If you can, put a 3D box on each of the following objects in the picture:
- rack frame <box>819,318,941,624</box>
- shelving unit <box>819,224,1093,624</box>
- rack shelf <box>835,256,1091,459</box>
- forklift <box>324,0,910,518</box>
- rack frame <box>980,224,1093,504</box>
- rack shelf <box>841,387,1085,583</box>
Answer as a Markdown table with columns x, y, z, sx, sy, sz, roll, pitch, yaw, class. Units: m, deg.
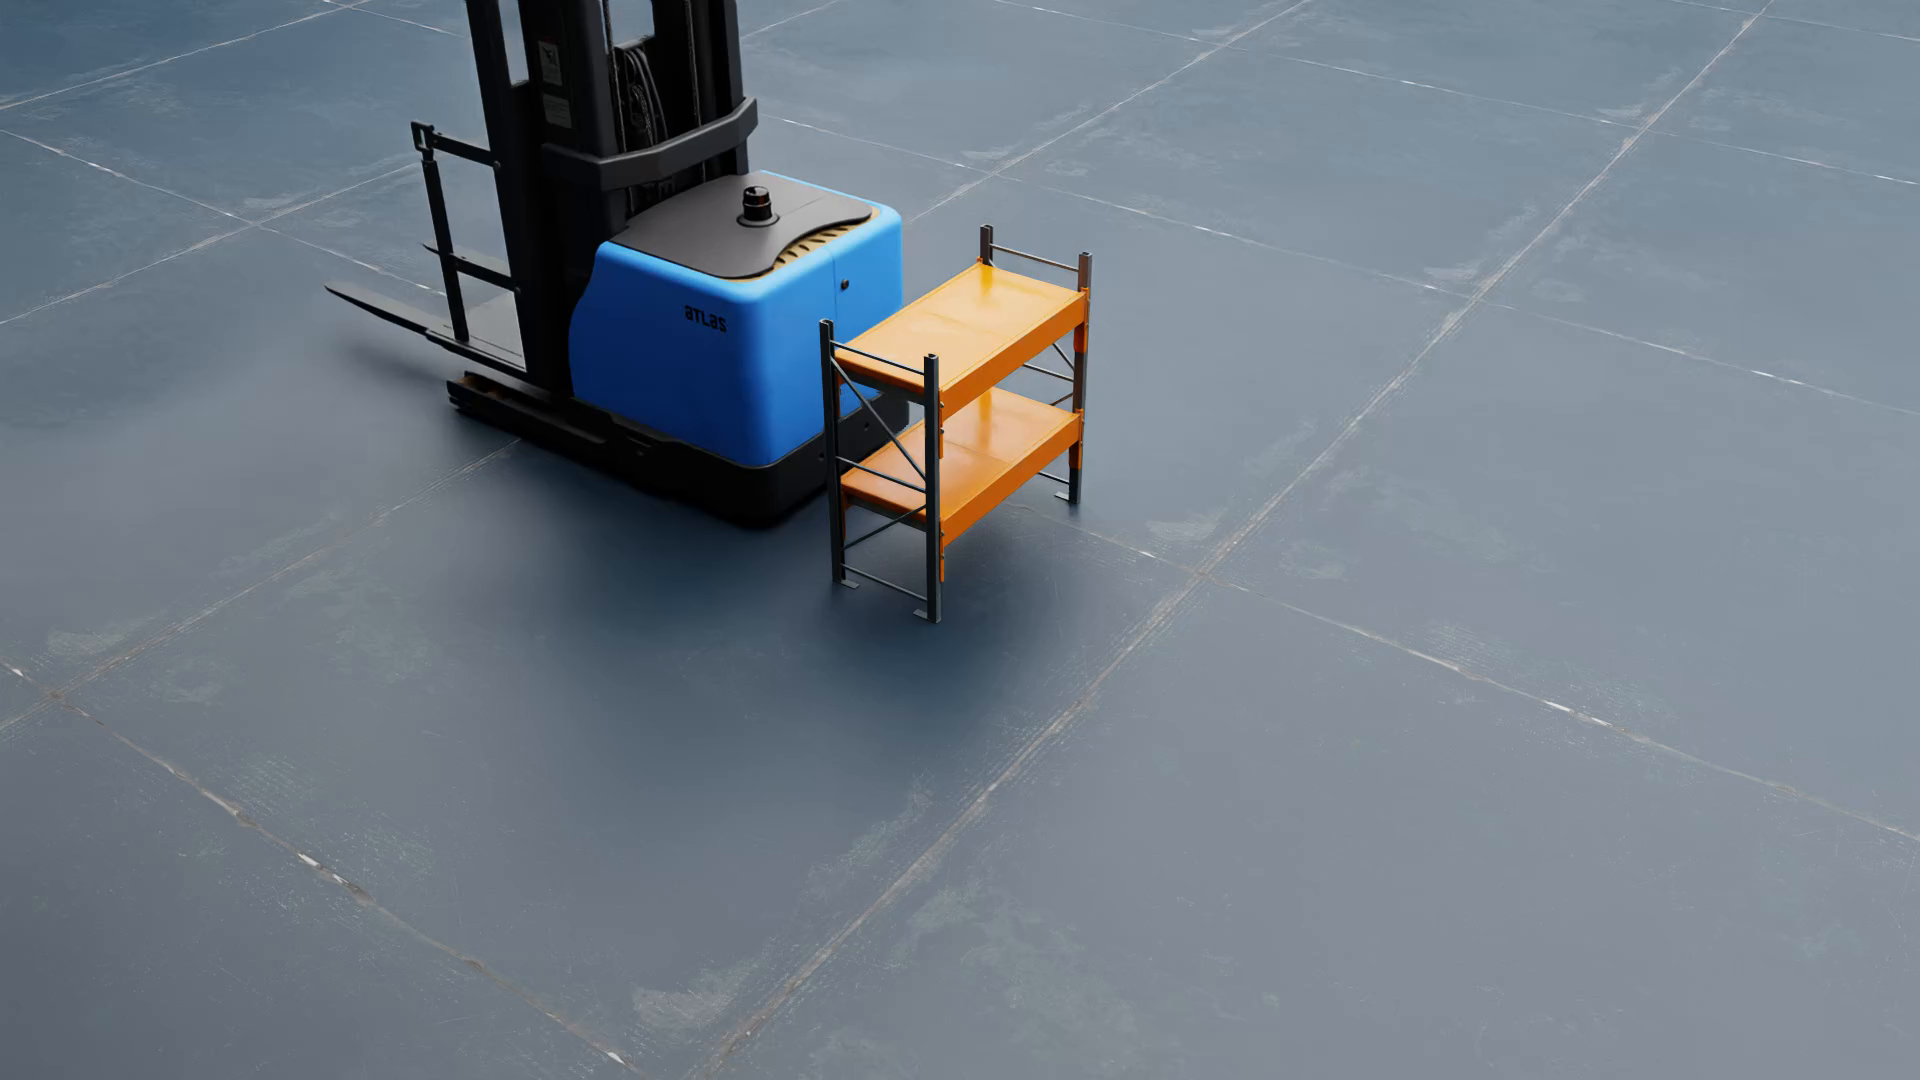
| x | y | z | sx | sy | sz | roll | pitch | yaw | class |
| --- | --- | --- | --- | --- | --- | --- | --- | --- | --- |
| -0.286 | -0.235 | 6.094 | 0.500 | 1.125 | 0.032 | 21 | 39 | 28 | rack frame |
| 0.004 | -0.469 | 6.439 | 0.538 | 1.125 | 1.048 | 21 | 39 | 28 | shelving unit |
| 0.004 | -0.712 | 6.276 | 0.538 | 0.278 | 1.000 | 21 | 39 | 28 | rack shelf |
| -1.720 | -1.950 | 7.017 | 3.031 | 2.935 | 1.130 | 22 | 40 | 29 | forklift |
| 0.294 | -0.703 | 6.785 | 0.500 | 1.125 | 0.032 | 21 | 39 | 28 | rack frame |
| 0.004 | -0.267 | 6.576 | 0.538 | 0.278 | 1.000 | 21 | 39 | 28 | rack shelf |
